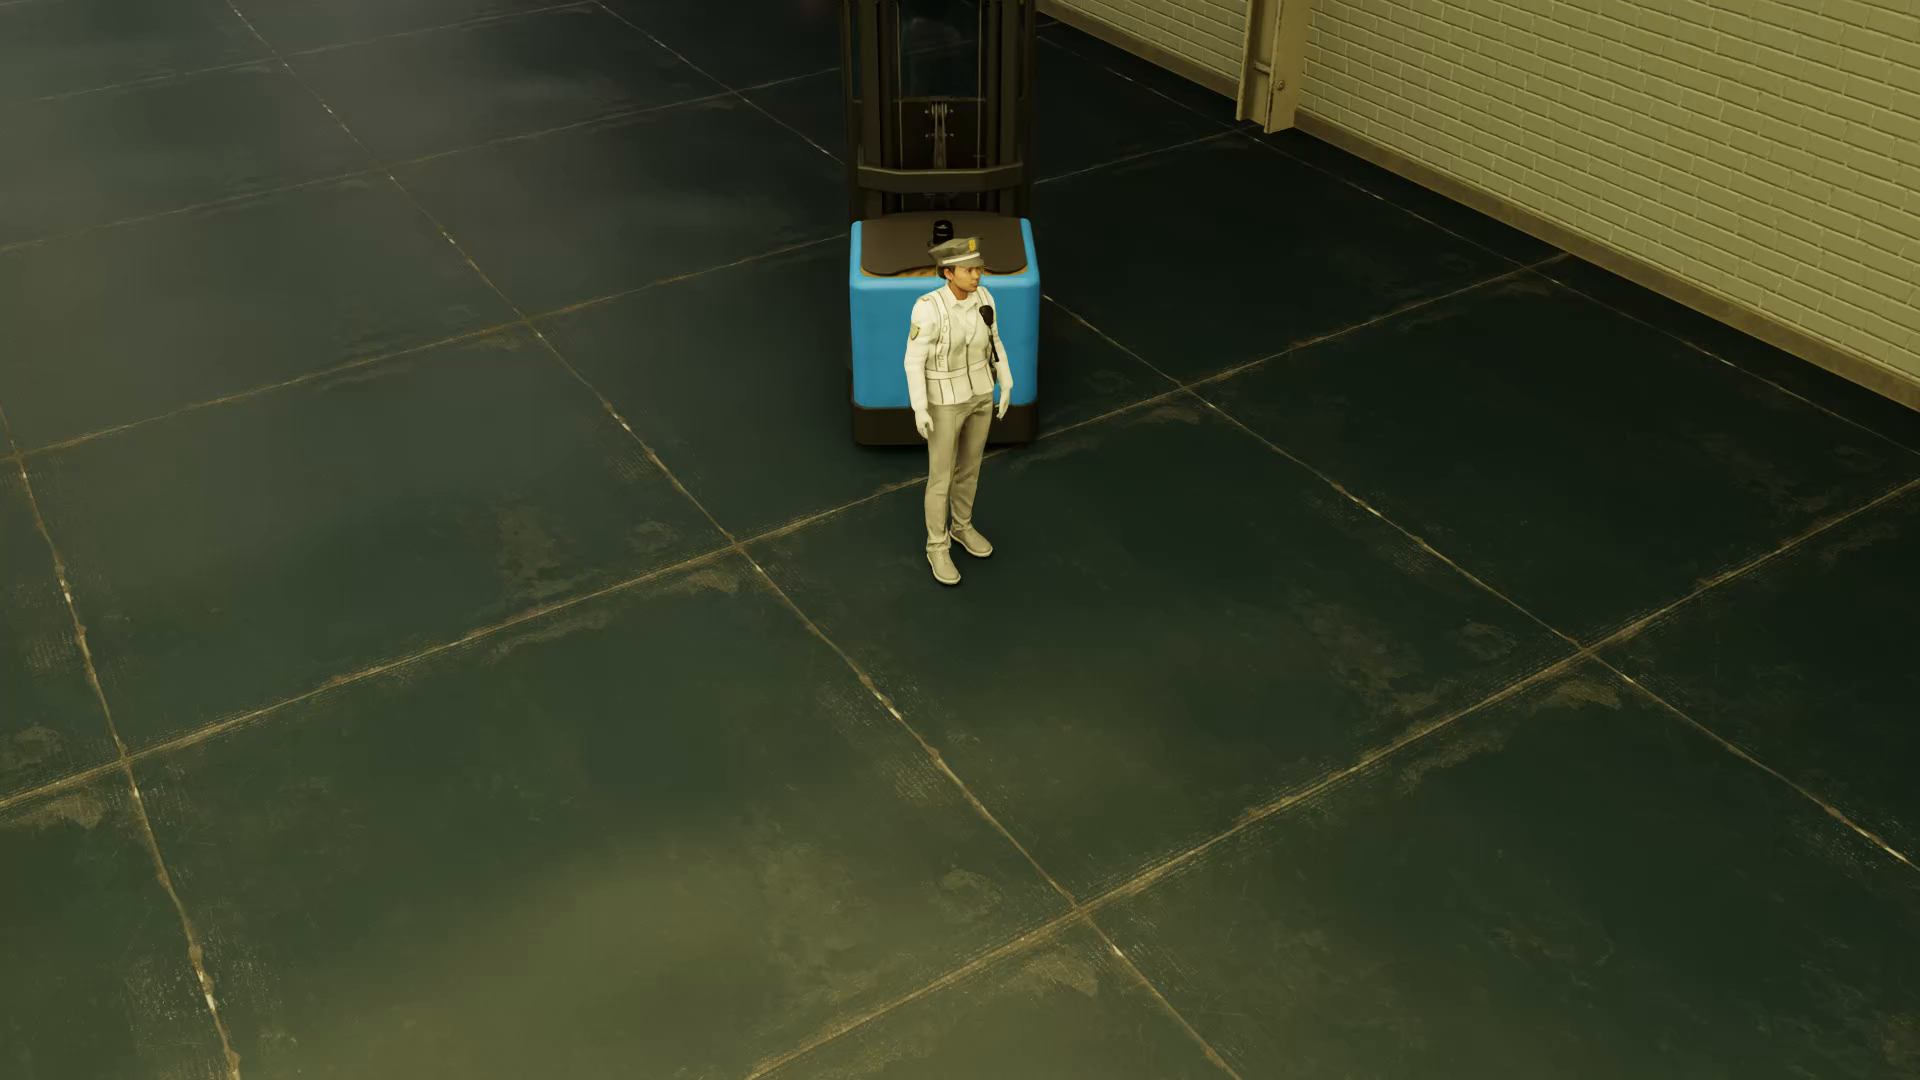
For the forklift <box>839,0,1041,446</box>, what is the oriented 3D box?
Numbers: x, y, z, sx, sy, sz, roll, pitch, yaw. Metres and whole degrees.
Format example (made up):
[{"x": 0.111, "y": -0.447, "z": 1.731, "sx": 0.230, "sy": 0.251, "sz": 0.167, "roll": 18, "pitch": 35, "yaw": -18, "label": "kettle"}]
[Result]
[{"x": -0.136, "y": -2.549, "z": 9.775, "sx": 1.130, "sy": 2.935, "sz": 3.031, "roll": -1, "pitch": 35, "yaw": -2, "label": "forklift"}]

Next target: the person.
[{"x": 0.031, "y": -0.665, "z": 8.157, "sx": 0.588, "sy": 1.697, "sz": 0.533, "roll": -21, "pitch": 40, "yaw": -27, "label": "person"}]
